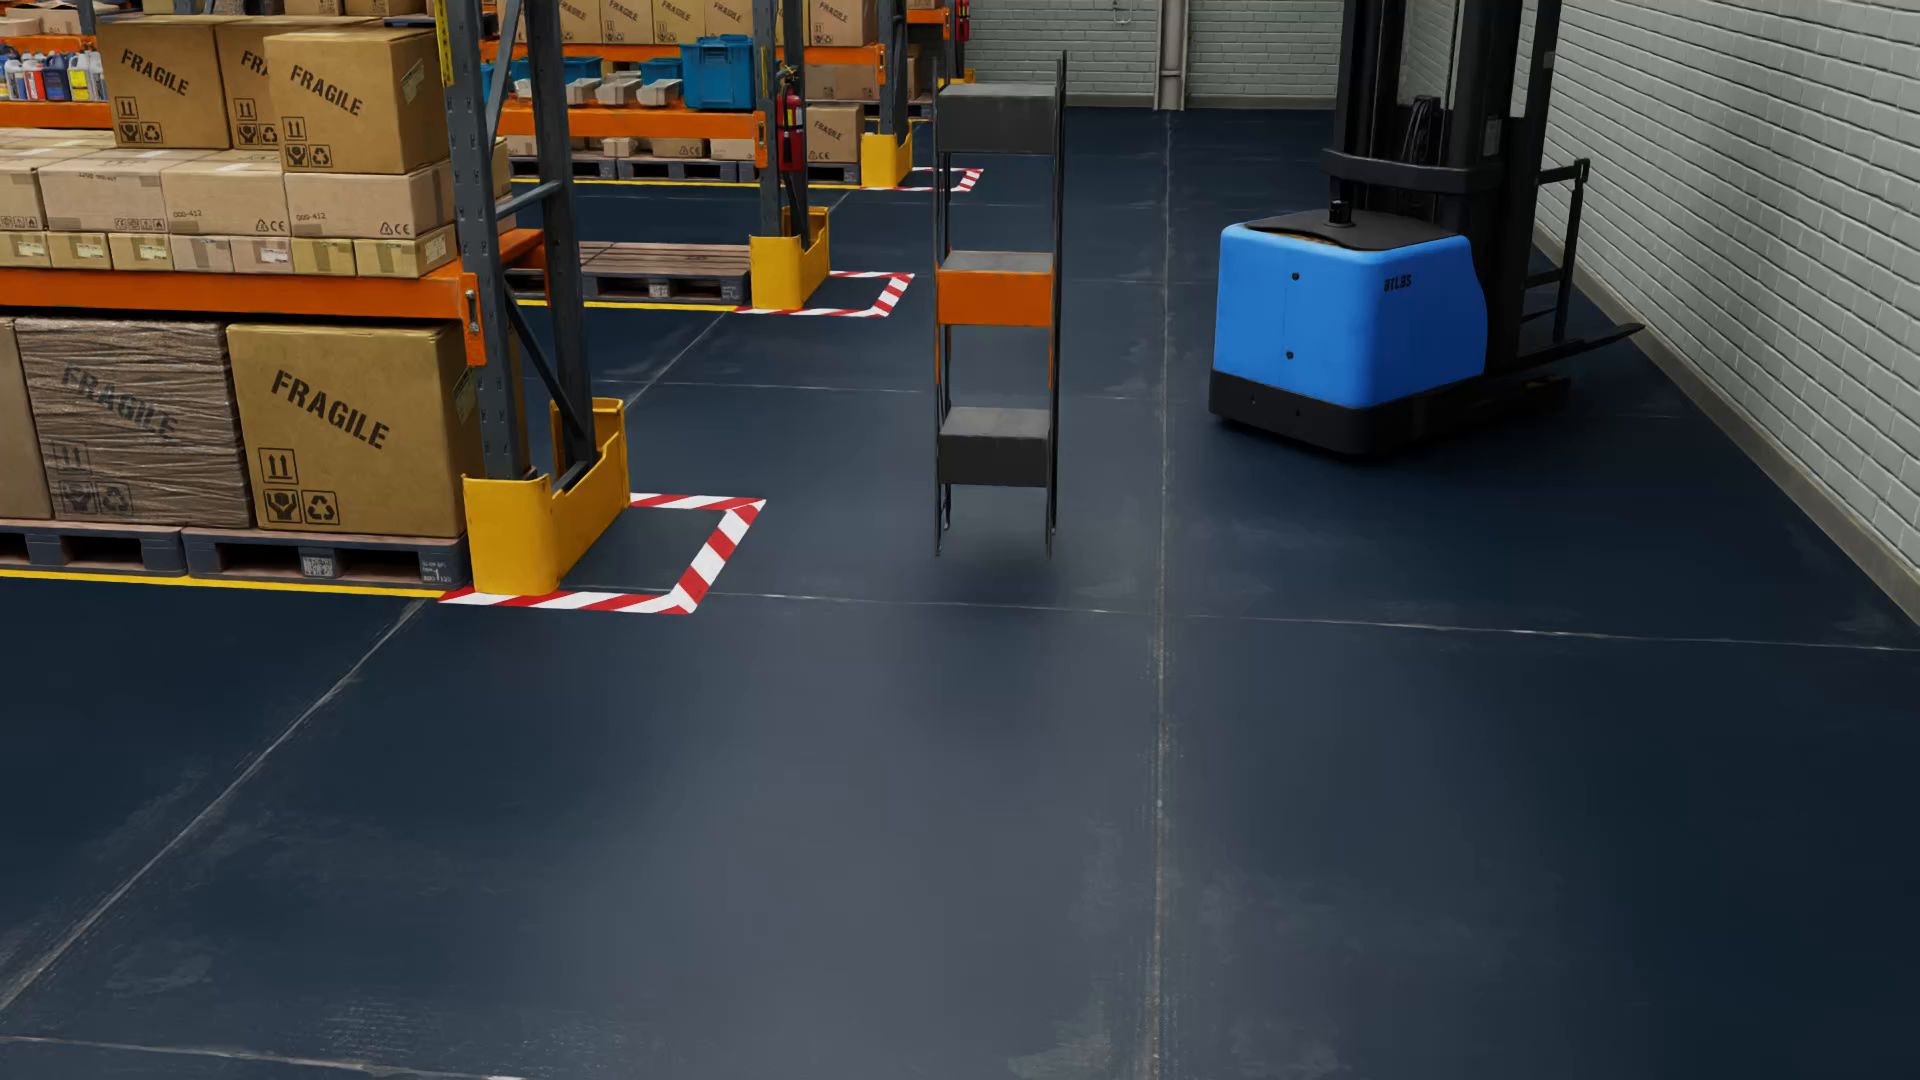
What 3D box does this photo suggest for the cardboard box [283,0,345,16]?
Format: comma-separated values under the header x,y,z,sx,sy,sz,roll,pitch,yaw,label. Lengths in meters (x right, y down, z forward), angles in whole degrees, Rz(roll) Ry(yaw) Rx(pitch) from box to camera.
x,y,z,sx,sy,sz,roll,pitch,yaw,label
-6.379,-5.467,16.482,0.500,0.500,0.700,-3,22,-7,cardboard box

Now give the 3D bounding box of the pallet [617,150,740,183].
x,y,z,sx,sy,sz,roll,pitch,yaw,label
-2.720,-3.793,16.747,1.213,0.211,1.003,2,22,6,pallet

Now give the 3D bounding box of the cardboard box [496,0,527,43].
x,y,z,sx,sy,sz,roll,pitch,yaw,label
-4.143,-5.097,16.115,0.500,0.500,0.500,3,22,8,cardboard box

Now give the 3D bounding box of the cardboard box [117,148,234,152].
x,y,z,sx,sy,sz,roll,pitch,yaw,label
-3.275,-1.613,7.239,0.500,0.250,0.500,2,22,4,cardboard box

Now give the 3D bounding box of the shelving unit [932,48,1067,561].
x,y,z,sx,sy,sz,roll,pitch,yaw,label
0.164,-0.969,7.036,0.503,2.100,0.431,2,22,6,shelving unit

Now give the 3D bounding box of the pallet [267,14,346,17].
x,y,z,sx,sy,sz,roll,pitch,yaw,label
-6.657,-5.173,16.706,1.213,0.211,1.003,2,22,6,pallet

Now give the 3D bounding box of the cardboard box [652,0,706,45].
x,y,z,sx,sy,sz,roll,pitch,yaw,label
-2.632,-5.032,15.951,0.500,0.500,0.500,2,22,6,cardboard box

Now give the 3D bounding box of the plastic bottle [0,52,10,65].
x,y,z,sx,sy,sz,roll,pitch,yaw,label
-7.090,-3.483,12.346,0.097,0.271,0.097,0,22,0,plastic bottle

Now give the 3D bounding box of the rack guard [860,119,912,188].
x,y,z,sx,sy,sz,roll,pitch,yaw,label
-0.720,-3.839,16.471,0.348,0.500,1.175,2,22,6,rack guard

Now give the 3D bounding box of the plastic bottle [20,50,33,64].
x,y,z,sx,sy,sz,roll,pitch,yaw,label
-6.977,-3.532,12.469,0.097,0.271,0.097,0,22,0,plastic bottle

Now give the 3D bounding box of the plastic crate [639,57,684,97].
x,y,z,sx,sy,sz,roll,pitch,yaw,label
-2.092,-3.300,11.852,0.300,0.233,0.416,2,22,6,plastic crate

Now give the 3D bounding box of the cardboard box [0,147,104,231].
x,y,z,sx,sy,sz,roll,pitch,yaw,label
-3.854,-1.440,6.801,0.500,0.250,0.500,3,22,6,cardboard box

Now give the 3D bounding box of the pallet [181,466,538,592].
x,y,z,sx,sy,sz,roll,pitch,yaw,label
-2.617,-0.091,7.383,1.213,0.211,1.003,2,22,6,pallet

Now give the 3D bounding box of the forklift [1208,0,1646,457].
x,y,z,sx,sy,sz,roll,pitch,yaw,label
2.807,-2.209,9.042,3.031,2.935,1.130,-17,27,-36,forklift

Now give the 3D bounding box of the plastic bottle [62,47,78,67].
x,y,z,sx,sy,sz,roll,pitch,yaw,label
-6.321,-3.321,11.828,0.185,0.351,0.144,2,22,6,plastic bottle

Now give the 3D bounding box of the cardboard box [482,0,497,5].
x,y,z,sx,sy,sz,roll,pitch,yaw,label
-5.926,-6.871,21.054,0.250,0.149,0.380,3,22,8,cardboard box

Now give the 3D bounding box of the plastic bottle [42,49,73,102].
x,y,z,sx,sy,sz,roll,pitch,yaw,label
-6.338,-3.269,11.695,0.185,0.351,0.144,2,22,6,plastic bottle

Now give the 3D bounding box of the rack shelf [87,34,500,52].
x,y,z,sx,sy,sz,roll,pitch,yaw,label
-6.603,-4.924,16.792,4.000,0.370,1.077,2,22,6,rack shelf

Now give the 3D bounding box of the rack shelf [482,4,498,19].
x,y,z,sx,sy,sz,roll,pitch,yaw,label
-6.024,-6.732,21.367,4.000,0.370,1.077,2,22,6,rack shelf

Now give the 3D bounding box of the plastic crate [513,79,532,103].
x,y,z,sx,sy,sz,roll,pitch,yaw,label
-2.924,-3.092,11.457,0.250,0.136,0.298,2,22,6,plastic crate

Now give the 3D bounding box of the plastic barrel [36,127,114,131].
x,y,z,sx,sy,sz,roll,pitch,yaw,label
-6.445,-2.643,12.328,0.708,0.901,0.600,2,22,6,plastic barrel

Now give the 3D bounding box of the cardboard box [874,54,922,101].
x,y,z,sx,sy,sz,roll,pitch,yaw,label
-0.772,-5.834,20.945,0.500,0.500,0.700,2,22,6,cardboard box

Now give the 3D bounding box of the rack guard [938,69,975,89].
x,y,z,sx,sy,sz,roll,pitch,yaw,label
-0.042,-5.644,21.035,0.348,0.500,1.175,2,22,6,rack guard

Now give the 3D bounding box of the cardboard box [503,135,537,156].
x,y,z,sx,sy,sz,roll,pitch,yaw,label
-4.226,-4.029,16.609,0.500,0.311,0.500,2,22,6,cardboard box

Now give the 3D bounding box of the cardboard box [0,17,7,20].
x,y,z,sx,sy,sz,roll,pitch,yaw,label
-9.862,-5.262,17.013,0.250,0.149,0.380,4,22,10,cardboard box

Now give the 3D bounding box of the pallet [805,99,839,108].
x,y,z,sx,sy,sz,roll,pitch,yaw,label
-2.077,-5.570,21.242,1.213,0.211,1.003,2,22,6,pallet

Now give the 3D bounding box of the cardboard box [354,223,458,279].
x,y,z,sx,sy,sz,roll,pitch,yaw,label
-2.207,-1.160,6.636,0.250,0.149,0.380,3,22,7,cardboard box

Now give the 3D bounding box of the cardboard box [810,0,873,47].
x,y,z,sx,sy,sz,roll,pitch,yaw,label
-1.122,-4.965,15.783,0.500,0.500,0.500,3,22,8,cardboard box

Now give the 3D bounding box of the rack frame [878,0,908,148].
x,y,z,sx,sy,sz,roll,pitch,yaw,label
-0.645,-4.999,16.003,0.127,3.000,1.000,2,22,6,rack frame

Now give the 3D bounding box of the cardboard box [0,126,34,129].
x,y,z,sx,sy,sz,roll,pitch,yaw,label
-9.653,-4.216,17.193,0.500,0.250,0.500,2,22,6,cardboard box

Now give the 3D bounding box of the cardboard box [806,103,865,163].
x,y,z,sx,sy,sz,roll,pitch,yaw,label
-1.214,-3.974,16.214,0.500,0.500,0.500,2,22,6,cardboard box

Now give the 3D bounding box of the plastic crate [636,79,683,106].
x,y,z,sx,sy,sz,roll,pitch,yaw,label
-2.062,-3.065,11.389,0.243,0.136,0.396,2,22,6,plastic crate

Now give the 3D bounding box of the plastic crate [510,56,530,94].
x,y,z,sx,sy,sz,roll,pitch,yaw,label
-3.043,-3.341,11.957,0.300,0.233,0.416,2,22,6,plastic crate

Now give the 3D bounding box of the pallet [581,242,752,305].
x,y,z,sx,sy,sz,roll,pitch,yaw,label
-2.046,-1.943,12.068,1.213,0.211,1.003,2,22,6,pallet

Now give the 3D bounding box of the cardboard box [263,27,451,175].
x,y,z,sx,sy,sz,roll,pitch,yaw,label
-2.329,-1.724,6.501,0.500,0.500,0.500,3,22,7,cardboard box

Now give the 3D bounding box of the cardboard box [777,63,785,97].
x,y,z,sx,sy,sz,roll,pitch,yaw,label
-2.299,-5.897,21.106,0.500,0.500,0.700,3,22,8,cardboard box

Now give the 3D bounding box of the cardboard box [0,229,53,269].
x,y,z,sx,sy,sz,roll,pitch,yaw,label
-3.725,-1.226,6.804,0.250,0.149,0.380,3,22,7,cardboard box

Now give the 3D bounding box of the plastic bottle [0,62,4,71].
x,y,z,sx,sy,sz,roll,pitch,yaw,label
-6.864,-3.302,11.888,0.097,0.271,0.097,0,22,0,plastic bottle

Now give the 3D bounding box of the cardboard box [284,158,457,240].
x,y,z,sx,sy,sz,roll,pitch,yaw,label
-2.327,-1.375,6.636,0.500,0.250,0.500,2,22,5,cardboard box

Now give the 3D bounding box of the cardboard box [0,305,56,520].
x,y,z,sx,sy,sz,roll,pitch,yaw,label
-4.247,-0.665,7.362,0.875,0.875,0.875,2,22,6,cardboard box

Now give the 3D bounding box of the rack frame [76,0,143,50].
x,y,z,sx,sy,sz,roll,pitch,yaw,label
-8.589,-5.345,16.879,0.127,3.000,1.000,2,22,6,rack frame

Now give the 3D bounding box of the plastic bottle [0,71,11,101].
x,y,z,sx,sy,sz,roll,pitch,yaw,label
-6.749,-3.208,11.746,0.097,0.201,0.097,0,22,0,plastic bottle

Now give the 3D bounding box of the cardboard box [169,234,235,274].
x,y,z,sx,sy,sz,roll,pitch,yaw,label
-2.963,-1.193,6.720,0.250,0.149,0.380,3,22,7,cardboard box

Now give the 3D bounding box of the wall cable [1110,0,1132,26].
x,y,z,sx,sy,sz,roll,pitch,yaw,label
1.317,-7.570,21.125,1.851,1.984,0.084,2,22,6,wall cable

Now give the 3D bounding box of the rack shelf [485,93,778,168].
x,y,z,sx,sy,sz,roll,pitch,yaw,label
-3.217,-2.942,11.780,4.000,0.370,1.077,2,22,6,rack shelf

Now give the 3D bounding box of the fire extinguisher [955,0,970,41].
x,y,z,sx,sy,sz,roll,pitch,yaw,label
0.030,-6.423,20.219,0.183,0.674,0.296,2,22,6,fire extinguisher

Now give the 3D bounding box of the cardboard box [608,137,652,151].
x,y,z,sx,sy,sz,roll,pitch,yaw,label
-3.273,-4.172,16.972,0.500,0.311,0.500,2,22,6,cardboard box

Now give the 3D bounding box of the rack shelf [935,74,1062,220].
x,y,z,sx,sy,sz,roll,pitch,yaw,label
0.164,-1.608,6.783,0.480,0.518,0.431,2,22,6,rack shelf
